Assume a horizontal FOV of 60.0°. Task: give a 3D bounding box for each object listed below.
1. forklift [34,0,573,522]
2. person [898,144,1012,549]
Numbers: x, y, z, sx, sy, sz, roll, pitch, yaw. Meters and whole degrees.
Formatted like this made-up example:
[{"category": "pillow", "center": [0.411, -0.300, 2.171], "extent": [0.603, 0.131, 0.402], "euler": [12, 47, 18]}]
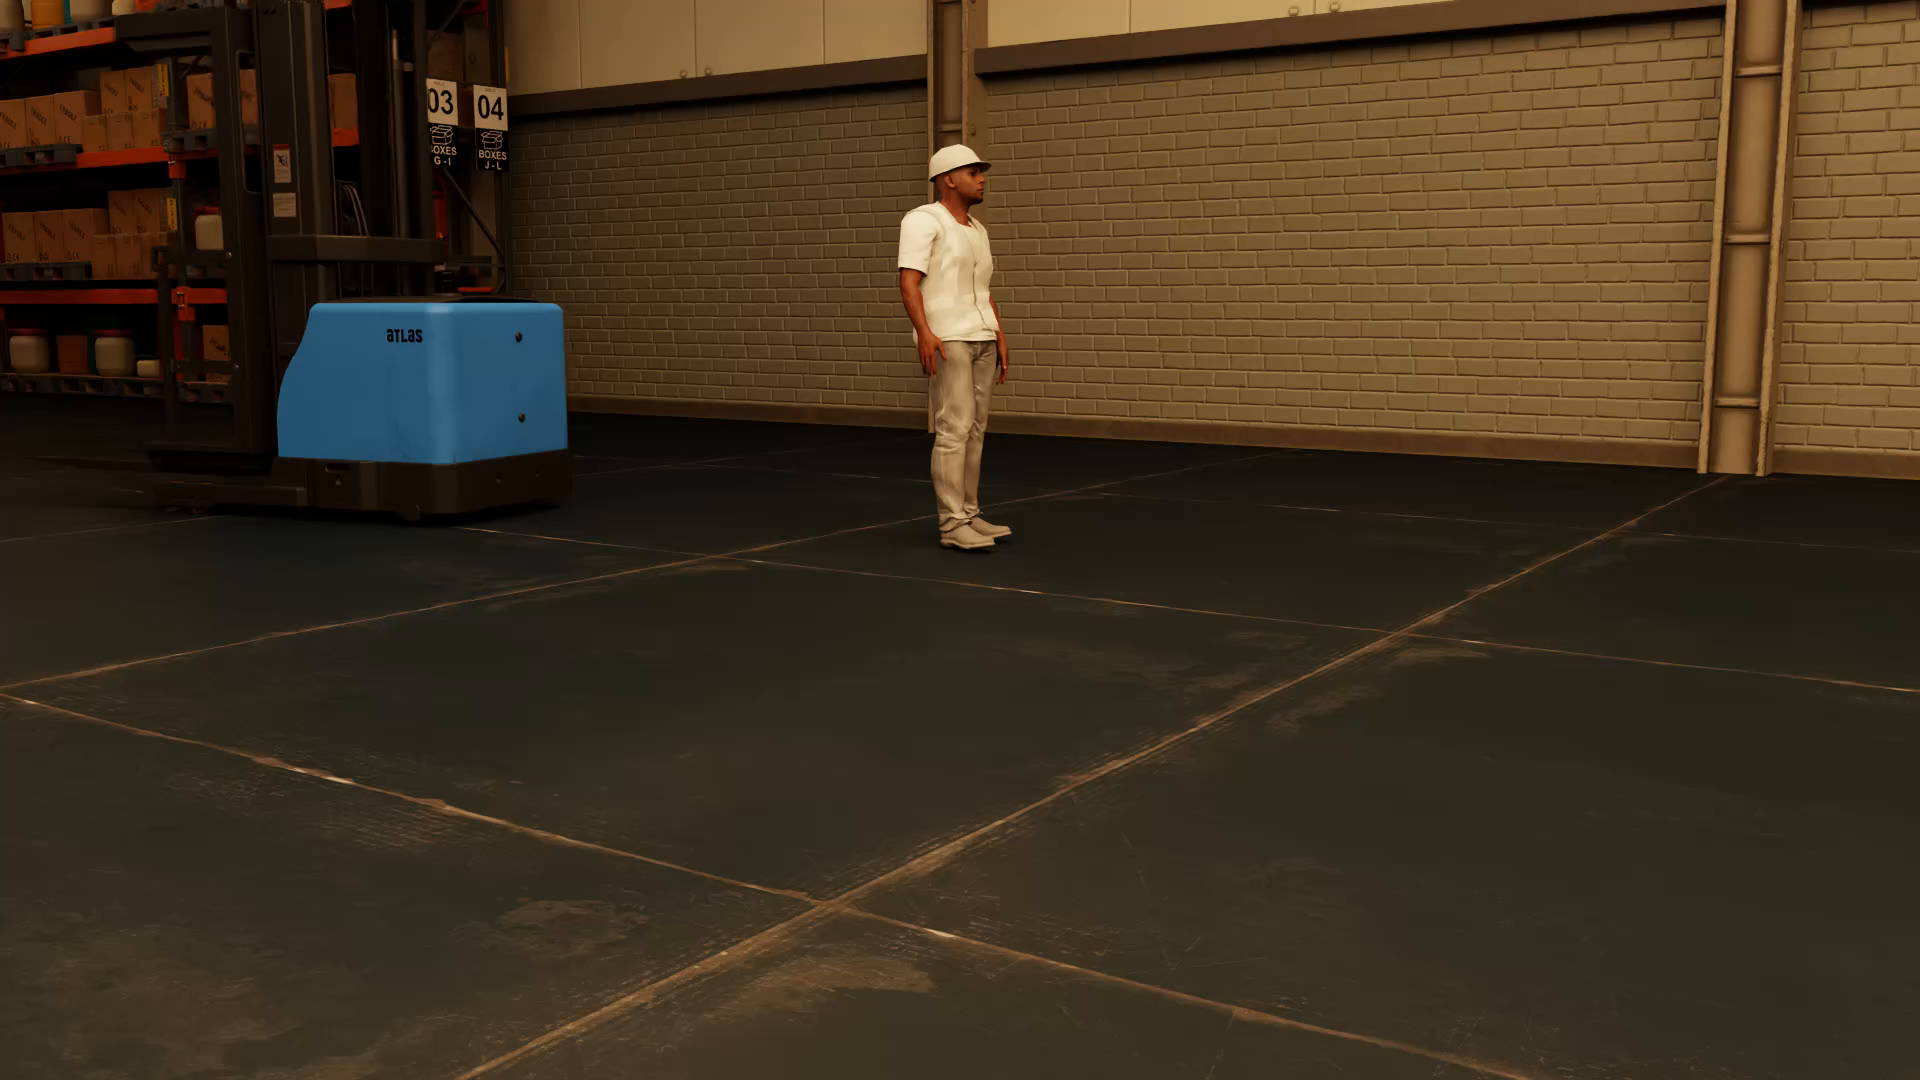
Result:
[{"category": "forklift", "center": [-3.626, -1.649, 8.789], "extent": [3.031, 2.935, 1.130], "euler": [3, 9, 23]}, {"category": "person", "center": [0.054, -0.876, 7.435], "extent": [0.577, 1.765, 0.665], "euler": [5, 10, 34]}]
